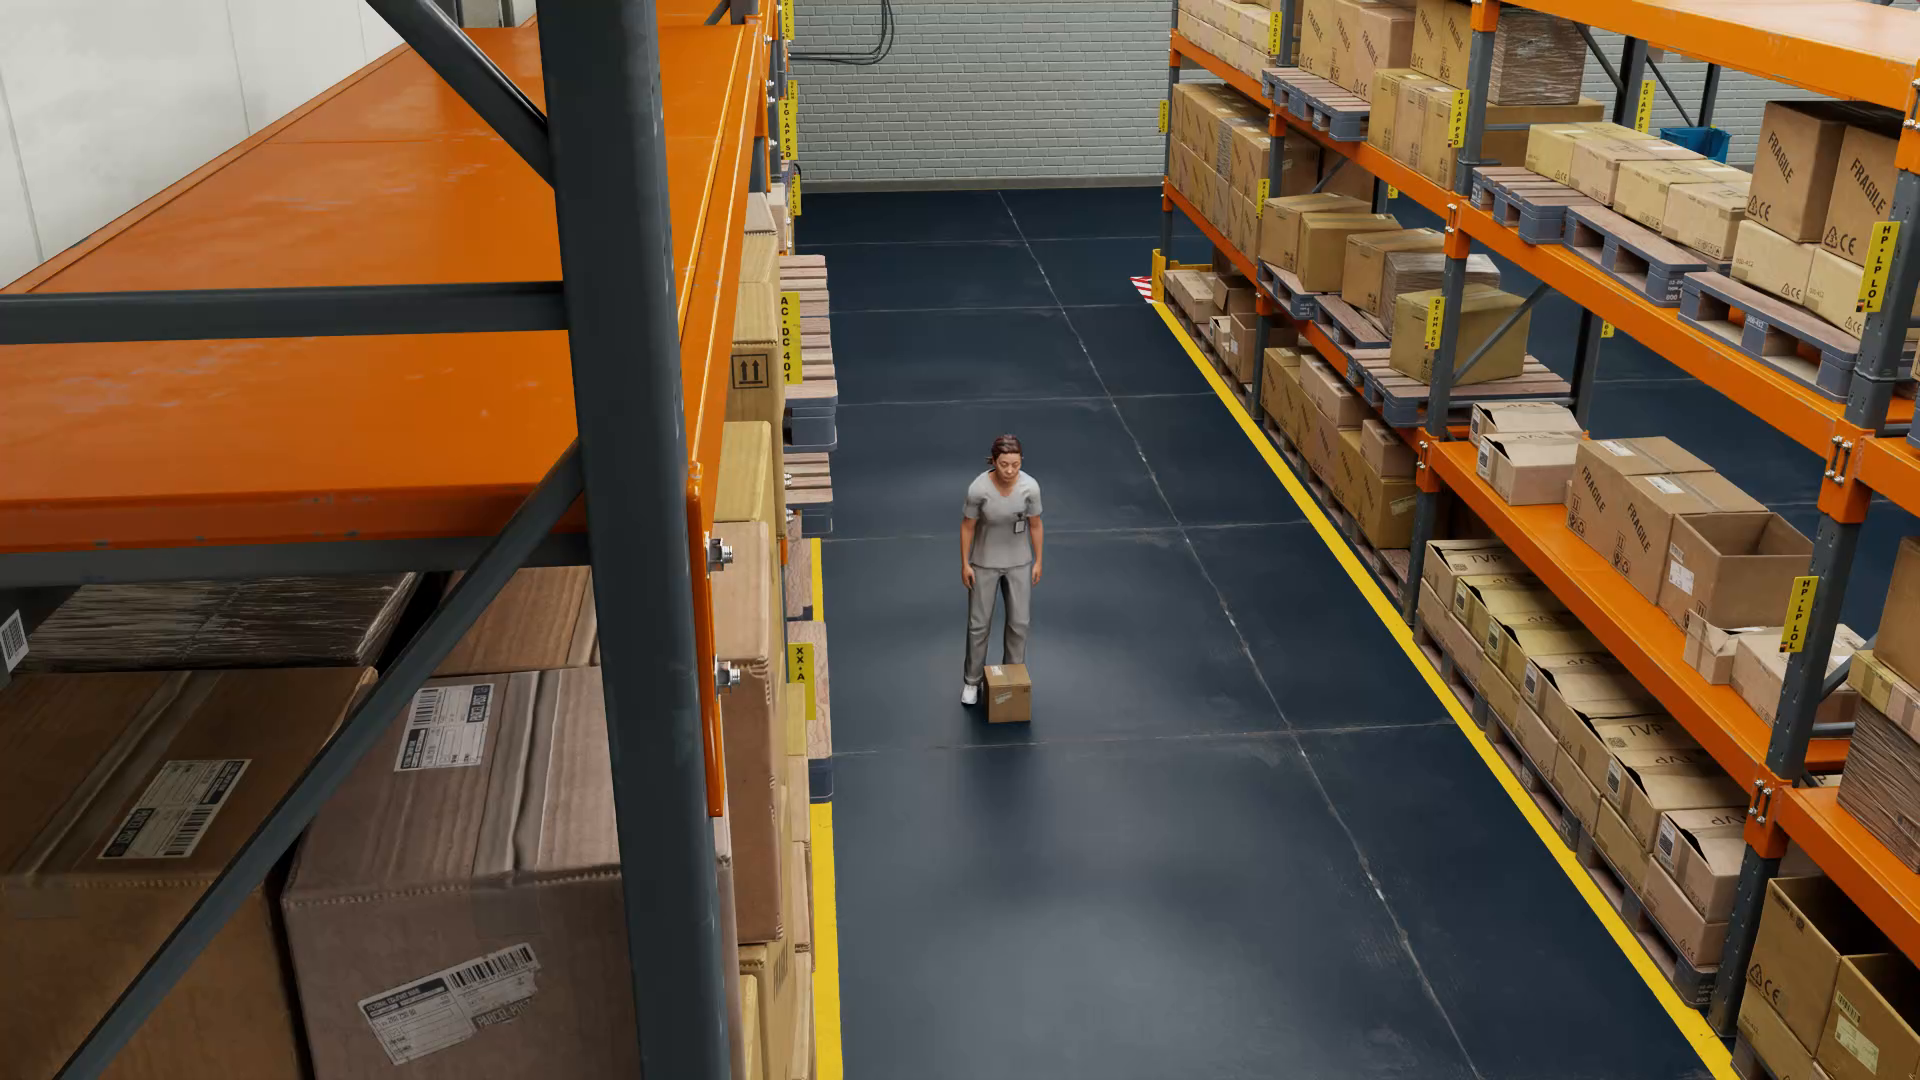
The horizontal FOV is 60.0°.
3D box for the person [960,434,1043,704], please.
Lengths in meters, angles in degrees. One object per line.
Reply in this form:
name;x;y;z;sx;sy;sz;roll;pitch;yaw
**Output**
person;0.245;0.171;9.731;0.496;1.659;0.405;-3;24;-6
